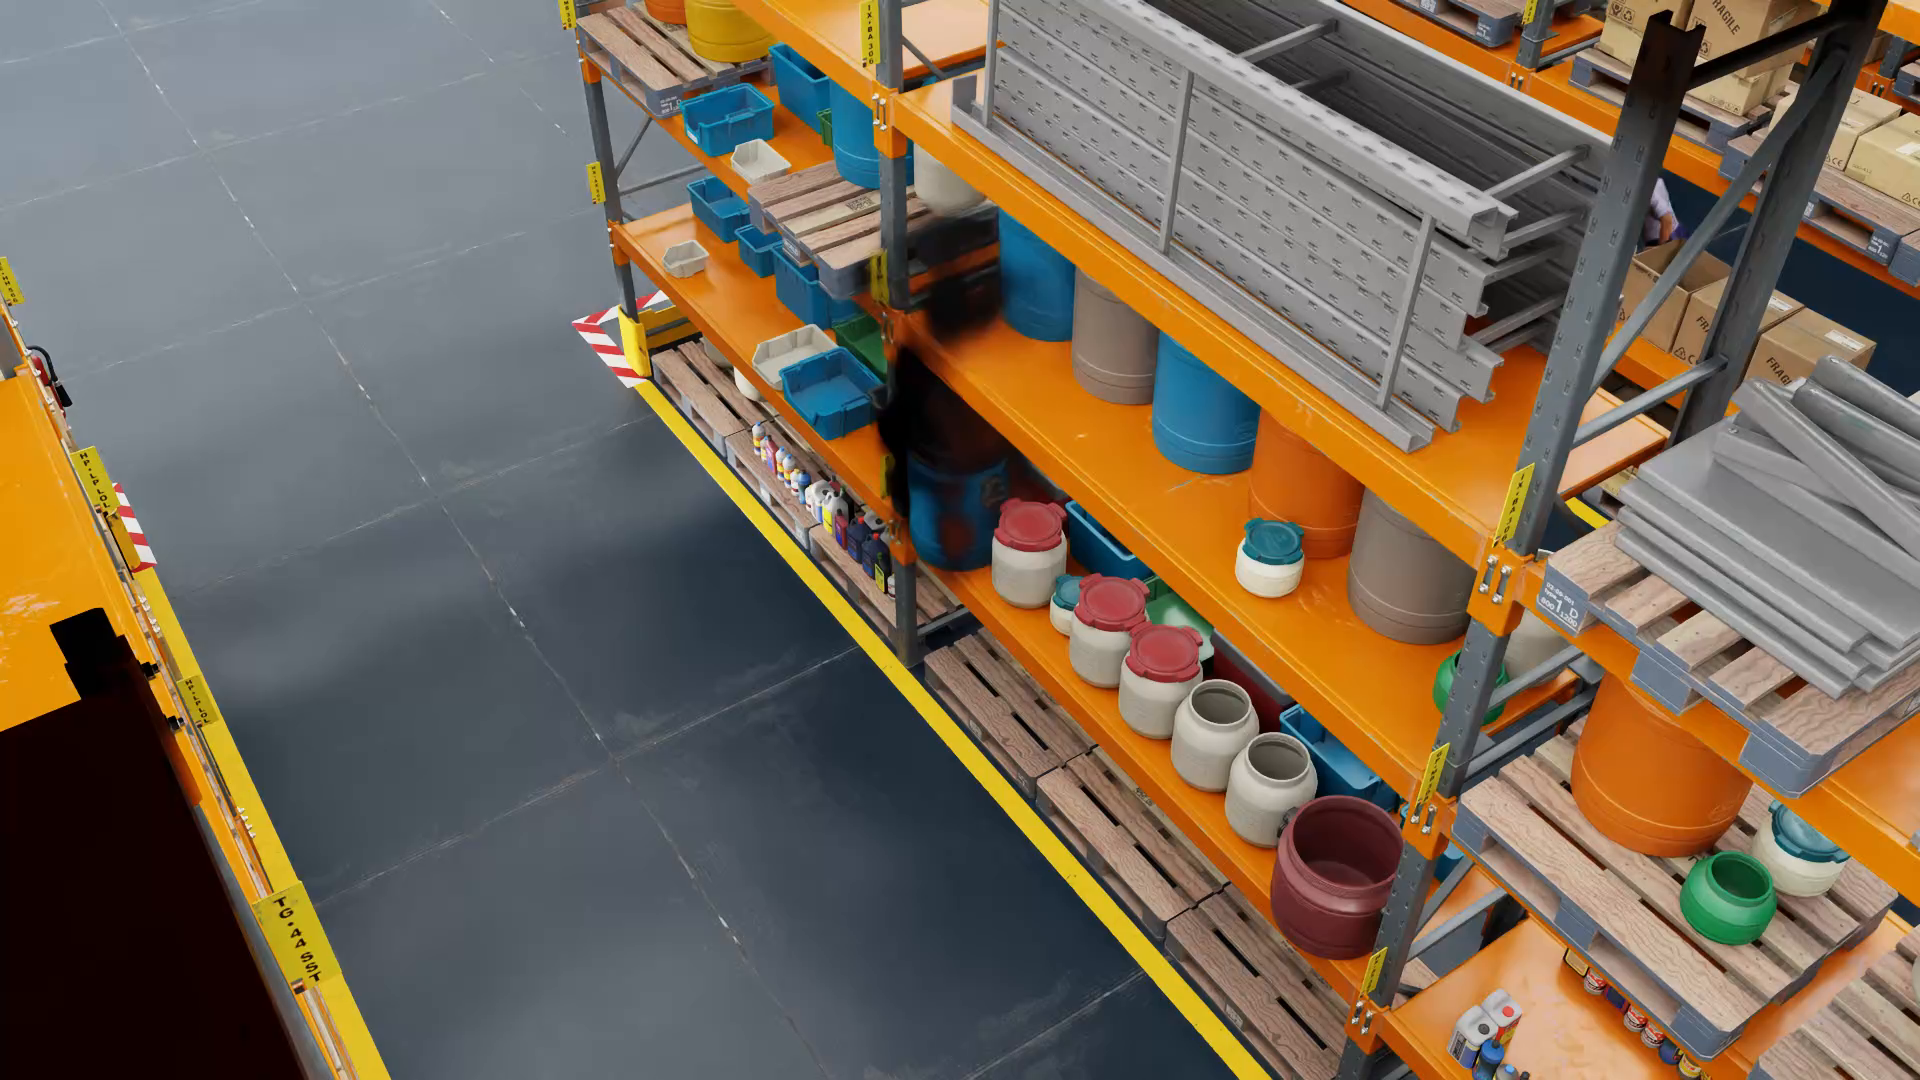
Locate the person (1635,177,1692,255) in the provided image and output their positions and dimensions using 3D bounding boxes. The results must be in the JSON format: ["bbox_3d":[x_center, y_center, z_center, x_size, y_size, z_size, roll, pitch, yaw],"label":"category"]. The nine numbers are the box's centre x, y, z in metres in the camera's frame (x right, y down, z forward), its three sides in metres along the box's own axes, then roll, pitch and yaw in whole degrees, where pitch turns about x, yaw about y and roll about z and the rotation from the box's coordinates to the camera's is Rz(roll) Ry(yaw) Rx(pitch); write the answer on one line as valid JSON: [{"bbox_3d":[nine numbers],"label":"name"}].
[{"bbox_3d":[5.631,-2.242,13.171,1.086,1.448,0.591,26,48,25],"label":"person"}]
